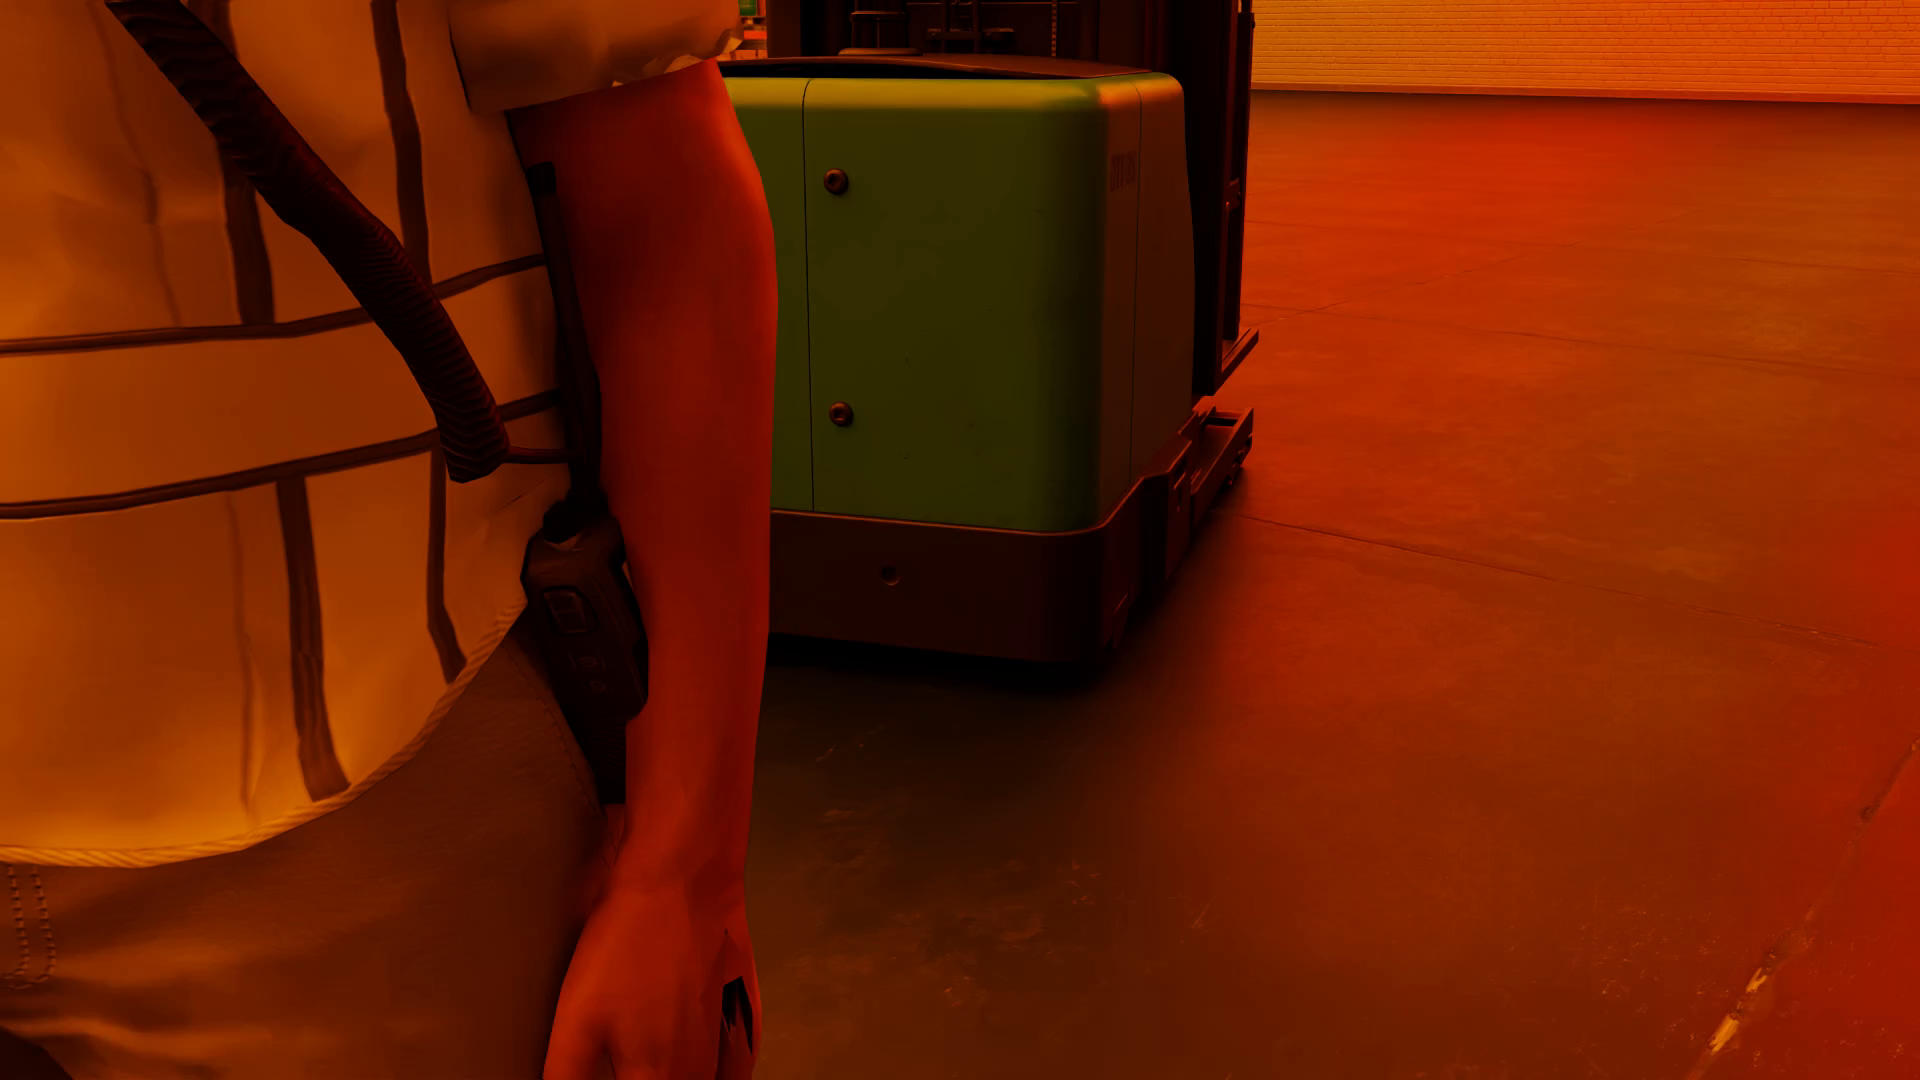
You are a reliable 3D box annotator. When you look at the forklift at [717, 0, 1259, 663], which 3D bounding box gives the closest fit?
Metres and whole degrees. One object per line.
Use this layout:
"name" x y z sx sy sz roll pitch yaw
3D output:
"forklift" 0.182 -1.571 4.072 1.130 2.935 3.031 5 18 17
